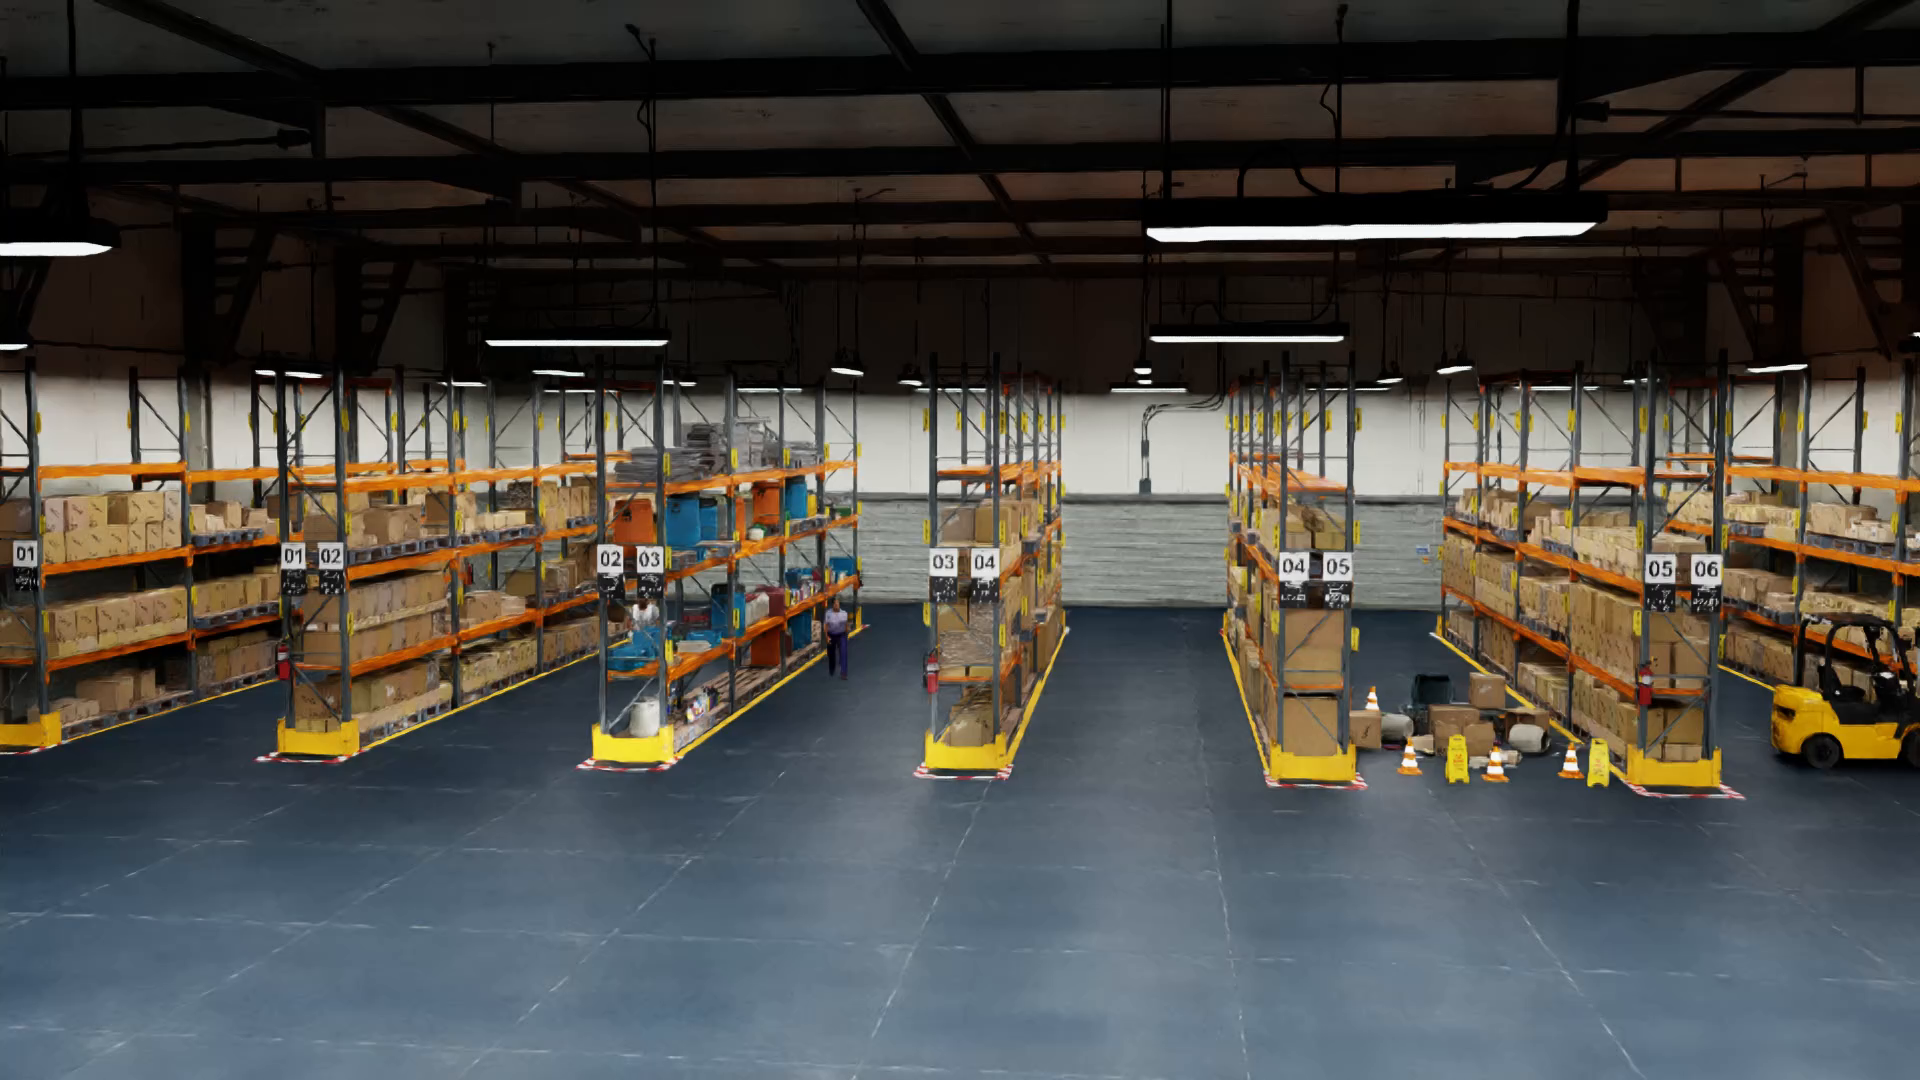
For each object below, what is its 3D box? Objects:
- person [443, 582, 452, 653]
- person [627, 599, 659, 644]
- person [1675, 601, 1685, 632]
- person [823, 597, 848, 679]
[{"bbox_3d":[-10.617,1.710,34.290,0.598,1.698,1.190,1,4,9],"label":"person"},{"bbox_3d":[-6.173,1.848,32.473,0.702,1.734,0.549,0,4,5],"label":"person"},{"bbox_3d":[13.747,1.929,32.138,0.463,1.588,0.998,0,4,6],"label":"person"},{"bbox_3d":[-2.423,1.903,32.471,0.478,1.580,0.998,0,4,-2],"label":"person"}]
